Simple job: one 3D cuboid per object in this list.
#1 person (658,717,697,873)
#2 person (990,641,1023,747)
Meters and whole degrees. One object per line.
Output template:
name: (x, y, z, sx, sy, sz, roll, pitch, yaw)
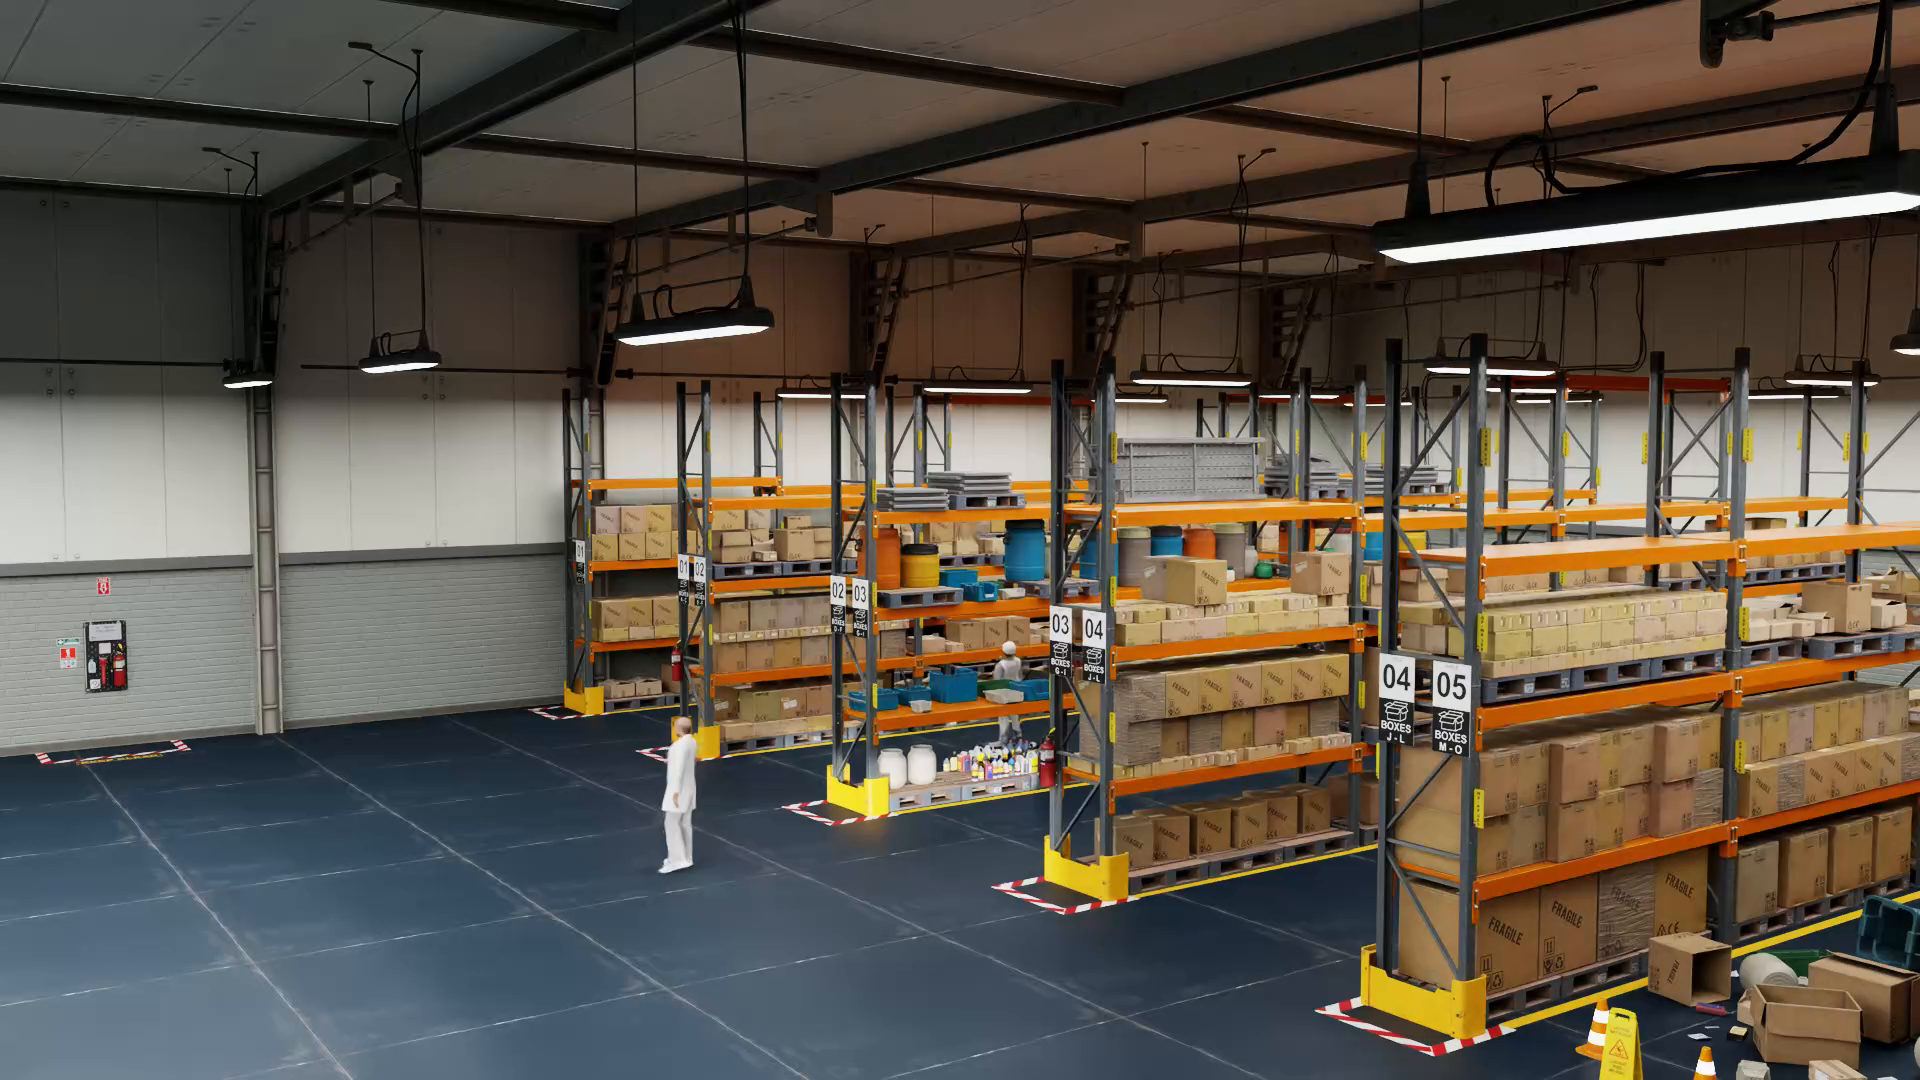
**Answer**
person: (-3.359, 3.022, 19.781, 0.392, 1.835, 0.635, 1, 4, 10)
person: (0.792, 2.520, 27.474, 0.462, 1.747, 0.671, 3, 5, 38)
